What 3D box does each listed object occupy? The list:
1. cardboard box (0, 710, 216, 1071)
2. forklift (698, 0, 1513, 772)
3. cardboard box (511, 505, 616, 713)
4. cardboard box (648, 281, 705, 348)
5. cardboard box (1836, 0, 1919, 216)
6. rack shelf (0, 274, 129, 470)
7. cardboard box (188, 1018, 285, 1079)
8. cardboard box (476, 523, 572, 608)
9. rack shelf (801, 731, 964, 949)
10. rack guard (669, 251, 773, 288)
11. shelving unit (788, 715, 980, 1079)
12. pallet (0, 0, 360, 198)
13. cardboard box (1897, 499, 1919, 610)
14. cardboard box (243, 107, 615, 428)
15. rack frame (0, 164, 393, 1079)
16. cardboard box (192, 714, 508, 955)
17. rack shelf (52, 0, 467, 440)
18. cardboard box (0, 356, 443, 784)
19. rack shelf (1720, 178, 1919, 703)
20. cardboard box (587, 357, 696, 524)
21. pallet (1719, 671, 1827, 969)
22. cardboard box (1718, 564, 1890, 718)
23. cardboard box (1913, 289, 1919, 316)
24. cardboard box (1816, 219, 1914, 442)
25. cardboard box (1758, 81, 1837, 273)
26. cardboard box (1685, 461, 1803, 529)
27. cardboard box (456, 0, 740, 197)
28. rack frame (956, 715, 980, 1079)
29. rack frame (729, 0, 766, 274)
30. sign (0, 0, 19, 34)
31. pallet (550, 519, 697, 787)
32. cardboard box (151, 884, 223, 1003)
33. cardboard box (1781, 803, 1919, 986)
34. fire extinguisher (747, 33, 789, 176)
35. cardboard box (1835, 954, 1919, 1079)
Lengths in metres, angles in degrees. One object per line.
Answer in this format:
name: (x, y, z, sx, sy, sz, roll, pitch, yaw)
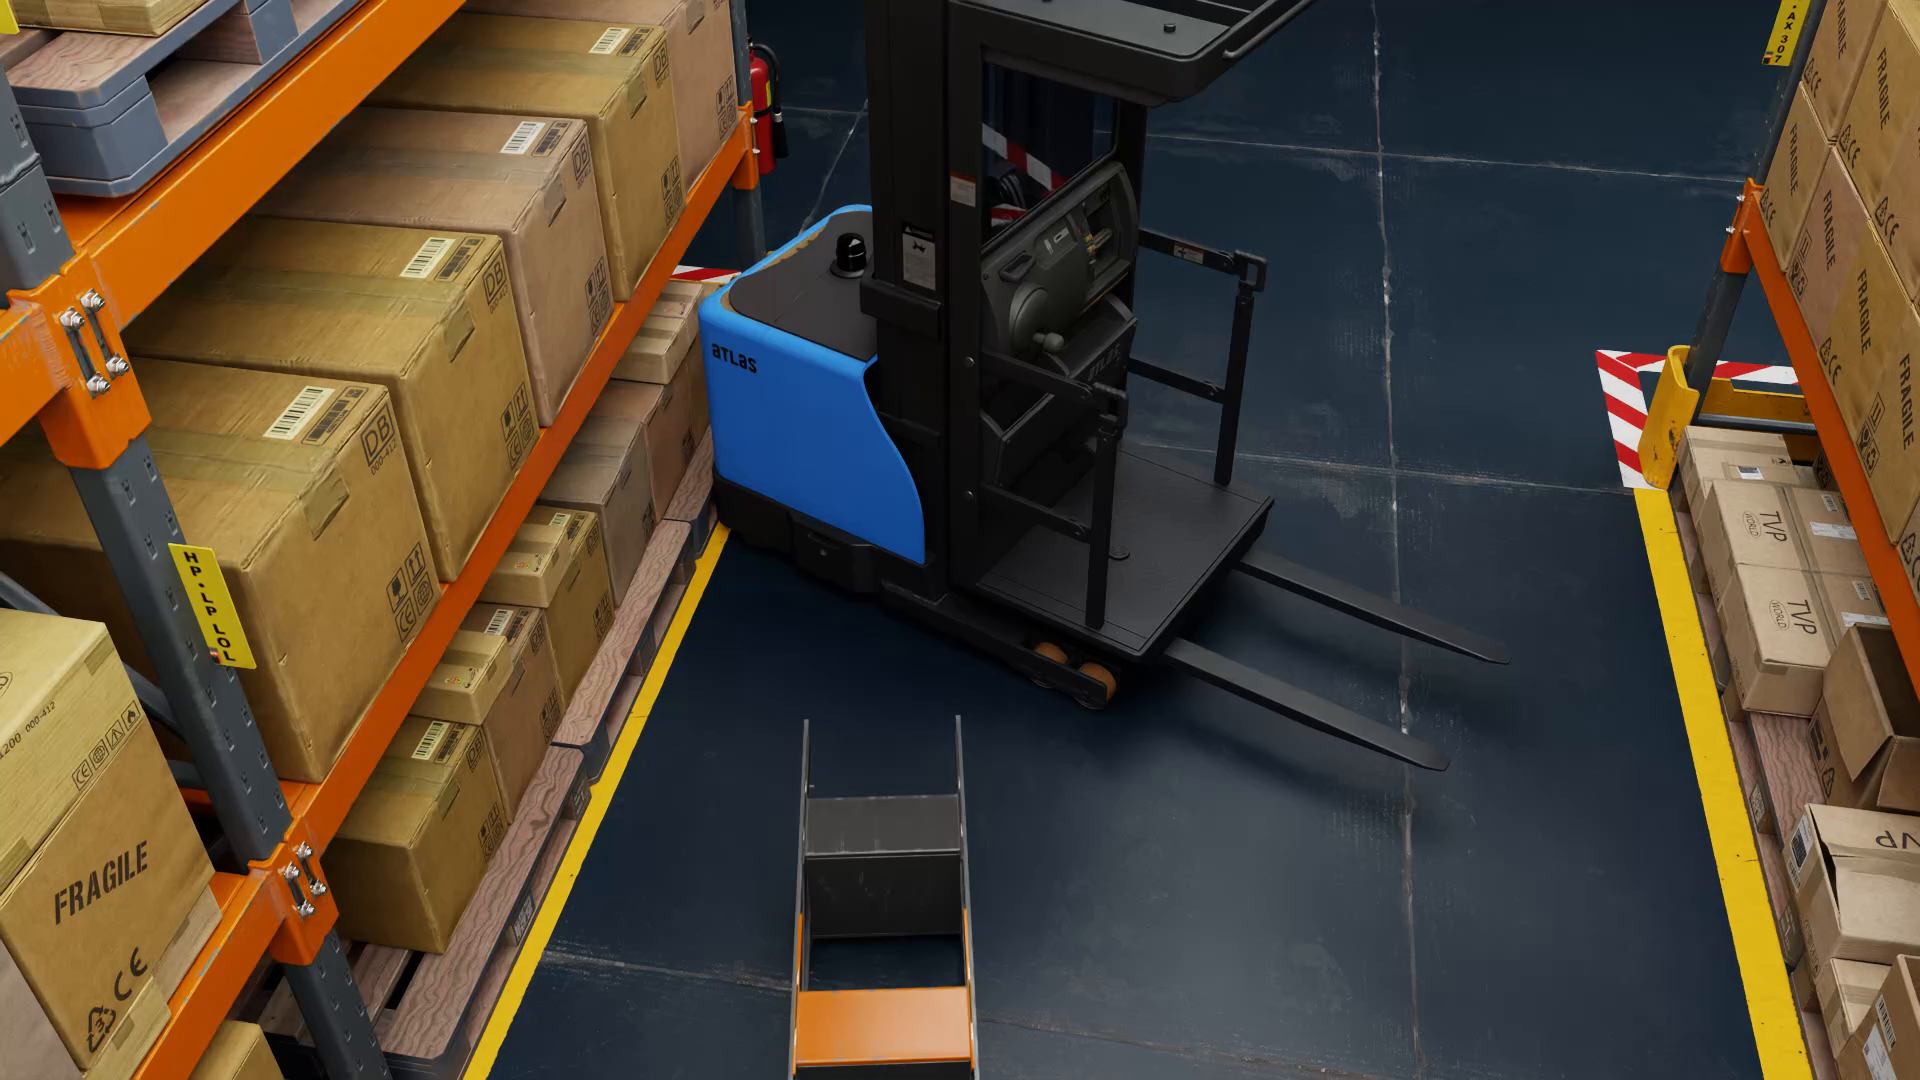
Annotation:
cardboard box: (-1.889, 0.657, 3.274, 0.500, 0.500, 0.500, 6, 40, 7)
forklift: (0.523, -0.908, 5.548, 3.031, 2.935, 1.130, 23, 45, 25)
cardboard box: (-1.646, 0.207, 5.778, 0.700, 0.500, 0.500, 7, 40, 9)
cardboard box: (-1.231, -0.908, 6.617, 0.380, 0.149, 0.250, 6, 40, 7)
cardboard box: (3.095, -1.312, 5.120, 0.500, 0.500, 0.500, 7, 40, 8)
rack shelf: (-2.404, 0.876, 1.547, 1.077, 0.370, 4.000, 6, 40, 8)
cardboard box: (-2.042, 1.589, 3.832, 0.750, 0.750, 0.750, 7, 40, 8)
cardboard box: (-1.498, 0.071, 5.433, 0.380, 0.149, 0.250, 5, 40, 6)
rack shelf: (-0.237, 0.939, 5.229, 0.480, 0.431, 0.518, -1, 40, -2)
rack guard: (-1.361, -1.062, 7.642, 1.175, 0.500, 0.348, 6, 40, 8)
shelving unit: (-0.210, 1.394, 4.679, 0.503, 0.431, 2.100, -1, 40, -2)
pallet: (-1.906, -1.134, 3.483, 1.003, 0.211, 1.213, 6, 40, 8)
cardboard box: (2.830, 0.017, 4.297, 0.500, 0.500, 0.500, 7, 40, 9)
cardboard box: (-1.700, -0.870, 5.212, 0.980, 0.700, 0.700, 5, 40, 6)
rack frame: (-2.058, 0.500, 3.791, 1.000, 3.000, 0.127, 6, 40, 8)
cardboard box: (-1.827, 0.843, 5.008, 0.700, 0.500, 0.500, 7, 40, 8)
rack shelf: (-1.711, -1.634, 4.583, 1.077, 0.370, 4.000, 6, 40, 8)
cardboard box: (-1.948, 0.046, 4.105, 0.980, 0.700, 0.700, 7, 40, 8)
rack shelf: (3.168, 0.066, 4.881, 1.077, 0.370, 4.000, 6, 40, 8)
cardboard box: (-1.475, -0.444, 6.566, 0.700, 0.500, 0.500, 6, 40, 8)
pallet: (3.151, 0.920, 5.472, 1.003, 0.211, 1.213, 6, 40, 8)
cardboard box: (2.968, 0.361, 5.772, 0.500, 0.250, 0.500, 6, 40, 8)
cardboard box: (2.916, -0.680, 4.355, 0.500, 0.500, 0.500, 6, 40, 7)
cardboard box: (3.004, -0.617, 5.063, 0.500, 0.500, 0.500, 6, 40, 8)
cardboard box: (3.178, -1.256, 5.836, 0.500, 0.500, 0.500, 7, 40, 9)
cardboard box: (3.060, -0.162, 6.471, 0.380, 0.166, 0.250, 6, 40, 8)
cardboard box: (-1.444, -1.805, 6.343, 0.980, 0.700, 0.700, 8, 40, 10)
rack frame: (0.034, 1.388, 4.687, 0.015, 0.400, 2.100, -1, 40, -2)
rack frame: (-1.365, -2.010, 6.828, 1.000, 3.000, 0.127, 6, 40, 8)
sign: (-1.521, -0.923, 2.505, 0.100, 0.325, 0.005, 6, 40, 8)
pallet: (-1.640, 0.338, 6.175, 1.003, 0.211, 1.213, 6, 40, 8)
cardboard box: (-1.837, 0.832, 3.571, 0.380, 0.149, 0.250, 7, 40, 8)
cardboard box: (2.771, 1.051, 4.890, 0.500, 0.311, 0.500, 6, 40, 8)
fire extinguisher: (-0.885, -1.881, 7.024, 0.296, 0.674, 0.183, 6, 40, 8)
cardboard box: (2.641, 1.449, 4.260, 0.500, 0.500, 0.500, 6, 40, 8)
